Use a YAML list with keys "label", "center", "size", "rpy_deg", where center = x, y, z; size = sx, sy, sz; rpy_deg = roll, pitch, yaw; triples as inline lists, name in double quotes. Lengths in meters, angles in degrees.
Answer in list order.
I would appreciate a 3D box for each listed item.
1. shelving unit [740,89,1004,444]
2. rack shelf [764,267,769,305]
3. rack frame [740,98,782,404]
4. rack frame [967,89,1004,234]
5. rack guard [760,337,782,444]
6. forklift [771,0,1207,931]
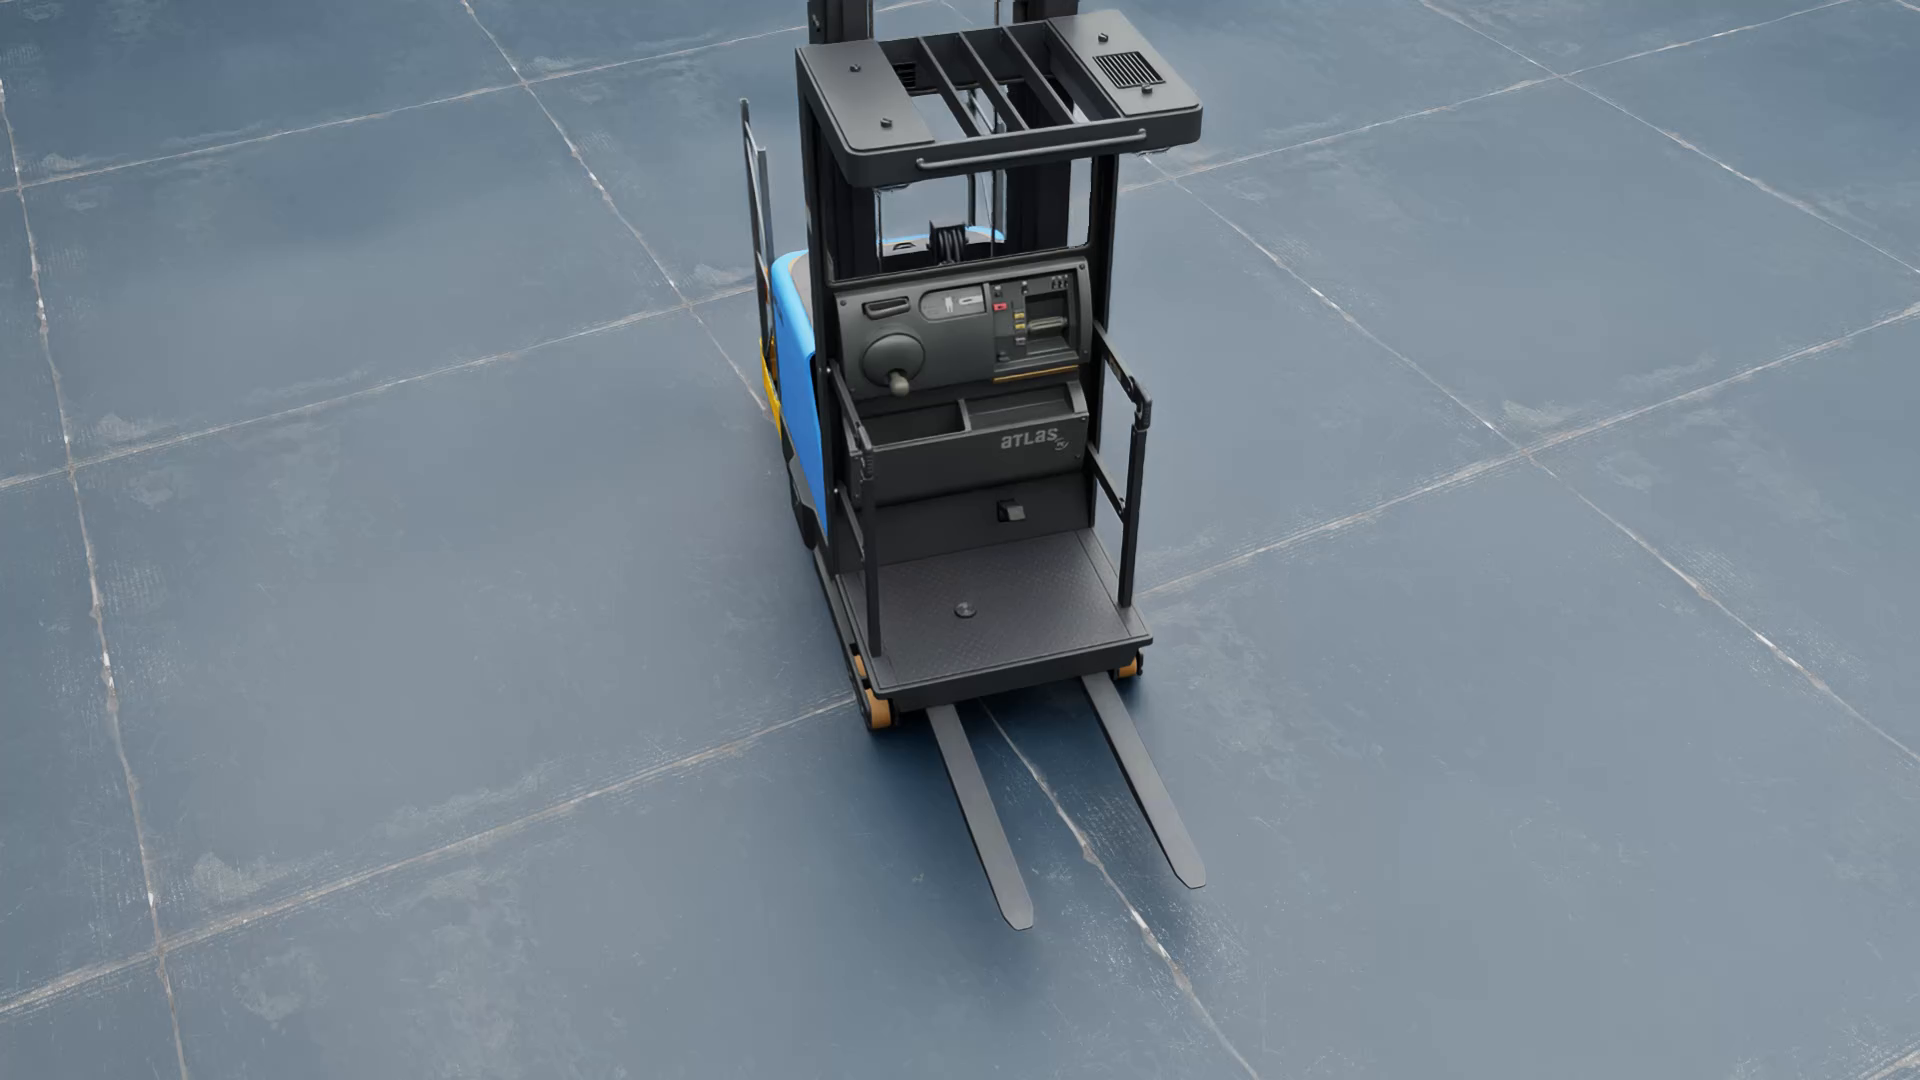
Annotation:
- label: "shelving unit"
  center: [-0.372, -1.260, 7.575]
  size: [1.083, 1.500, 0.587]
  rpy_deg: [-10, 41, -11]
- label: "rack shelf"
  center: [-0.381, -1.121, 7.689]
  size: [1.000, 0.185, 0.538]
  rpy_deg: [-10, 41, -11]
- label: "rack frame"
  center: [-0.873, -1.175, 7.475]
  size: [0.032, 1.500, 0.500]
  rpy_deg: [-10, 41, -11]
- label: "rack frame"
  center: [0.111, -1.342, 7.672]
  size: [0.032, 1.500, 0.500]
  rpy_deg: [-10, 41, -11]
- label: "rack guard"
  center: [-0.853, -0.699, 7.880]
  size: [0.087, 0.250, 0.587]
  rpy_deg: [-10, 41, -11]
- label: "forklift"
  center: [0.084, -0.678, 5.783]
  size: [1.130, 2.935, 3.031]
  rpy_deg: [-11, 41, -12]
